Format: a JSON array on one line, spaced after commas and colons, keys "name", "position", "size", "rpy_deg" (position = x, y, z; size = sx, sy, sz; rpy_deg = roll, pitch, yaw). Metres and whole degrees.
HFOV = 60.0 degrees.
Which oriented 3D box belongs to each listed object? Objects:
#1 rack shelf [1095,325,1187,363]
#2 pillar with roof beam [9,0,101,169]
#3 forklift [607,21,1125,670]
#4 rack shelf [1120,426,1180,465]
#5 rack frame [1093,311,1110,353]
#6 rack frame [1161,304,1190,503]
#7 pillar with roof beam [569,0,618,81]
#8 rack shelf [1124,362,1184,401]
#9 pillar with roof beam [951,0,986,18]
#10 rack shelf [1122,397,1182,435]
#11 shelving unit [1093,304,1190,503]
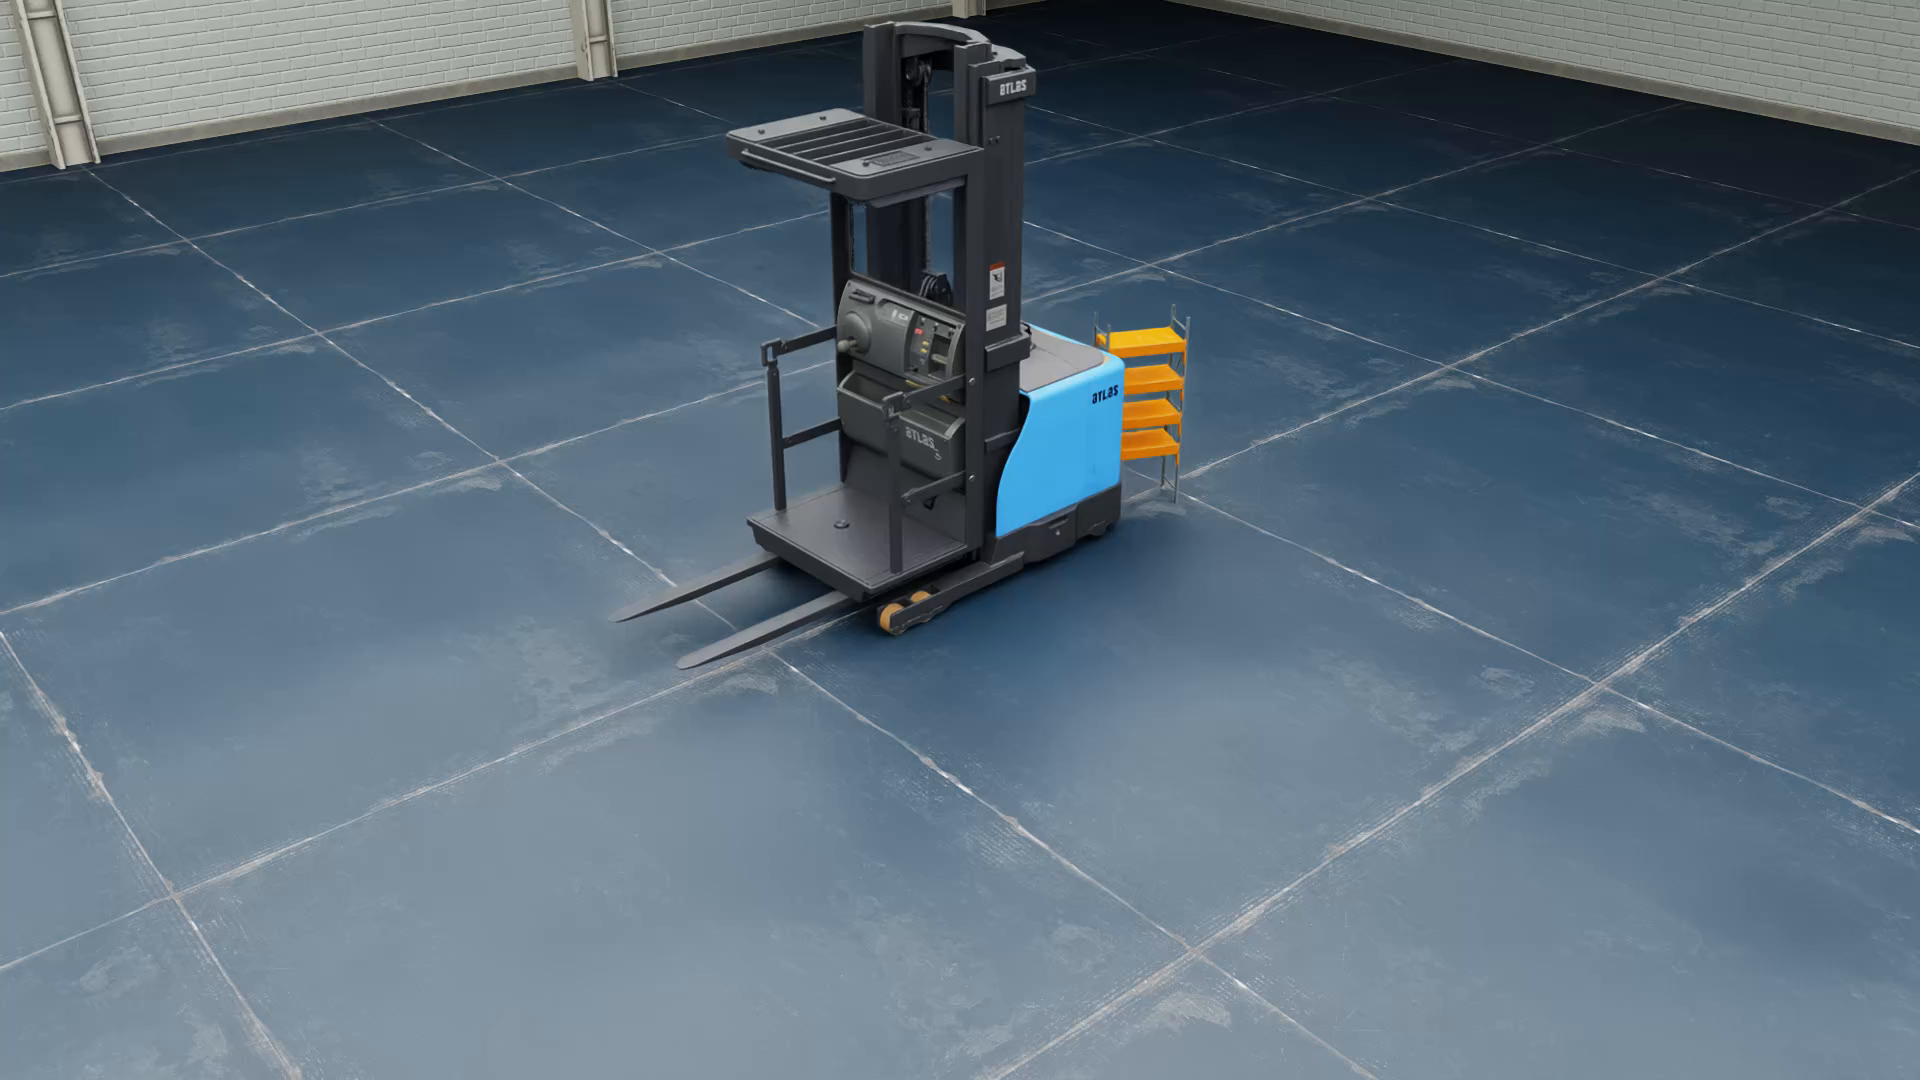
[{"name": "rack shelf", "position": [1.056, -1.126, 9.750], "size": [0.480, 0.148, 0.258], "rpy_deg": [-7, 29, -14]}, {"name": "pillar with roof beam", "position": [-6.211, -6.270, 11.935], "size": [0.400, 9.000, 9.100], "rpy_deg": [-22, 35, -35]}, {"name": "forklift", "position": [-0.475, -1.065, 8.633], "size": [3.031, 2.935, 1.130], "rpy_deg": [-24, 36, -37]}, {"name": "rack shelf", "position": [1.056, -0.545, 10.061], "size": [0.480, 0.148, 0.258], "rpy_deg": [-7, 29, -14]}, {"name": "rack frame", "position": [0.821, -0.749, 9.878], "size": [0.015, 1.200, 0.240], "rpy_deg": [-7, 29, -14]}, {"name": "rack frame", "position": [1.291, -0.810, 9.993], "size": [0.015, 1.200, 0.240], "rpy_deg": [-7, 29, -14]}, {"name": "pillar with roof beam", "position": [-1.647, -8.106, 15.370], "size": [0.400, 9.000, 9.100], "rpy_deg": [-22, 35, -35]}, {"name": "rack shelf", "position": [1.056, -0.917, 9.862], "size": [0.480, 0.148, 0.258], "rpy_deg": [-7, 29, -14]}, {"name": "pillar with roof beam", "position": [2.918, -9.941, 18.804], "size": [0.400, 9.000, 9.100], "rpy_deg": [-22, 35, -35]}, {"name": "rack shelf", "position": [1.056, -0.720, 9.967], "size": [0.480, 0.148, 0.258], "rpy_deg": [-7, 29, -14]}, {"name": "shelving unit", "position": [1.056, -0.779, 9.935], "size": [0.503, 1.200, 0.258], "rpy_deg": [-7, 29, -14]}]
